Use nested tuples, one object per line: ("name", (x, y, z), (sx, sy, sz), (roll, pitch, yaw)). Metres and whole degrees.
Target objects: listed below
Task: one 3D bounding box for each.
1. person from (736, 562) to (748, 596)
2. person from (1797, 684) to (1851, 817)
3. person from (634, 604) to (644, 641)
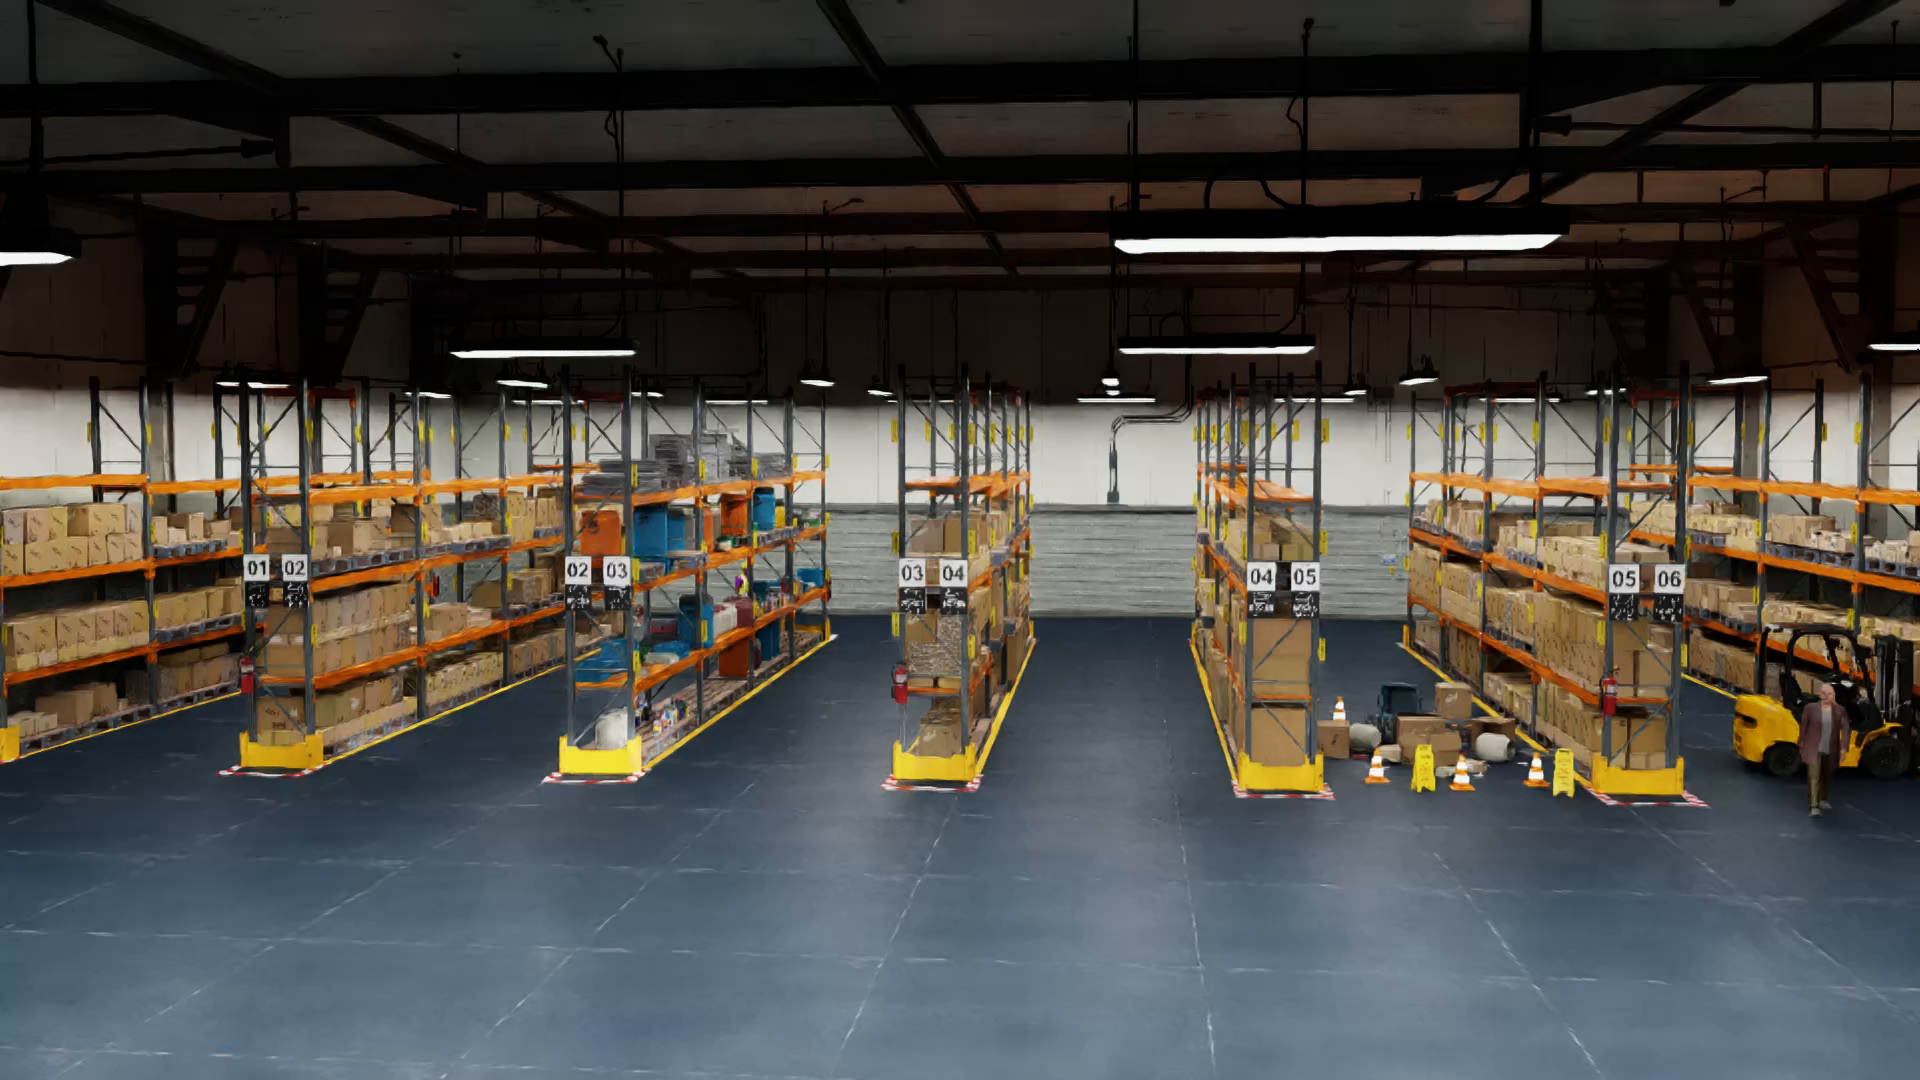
("person", (-5.346, 1.433, 41.746), (0.537, 1.759, 0.717), (3, 5, 41))
("person", (11.313, 2.731, 21.755), (0.575, 1.714, 1.101), (1, 4, 15))
("person", (-6.508, 2.056, 33.875), (0.417, 1.517, 1.036), (1, 4, 8))
